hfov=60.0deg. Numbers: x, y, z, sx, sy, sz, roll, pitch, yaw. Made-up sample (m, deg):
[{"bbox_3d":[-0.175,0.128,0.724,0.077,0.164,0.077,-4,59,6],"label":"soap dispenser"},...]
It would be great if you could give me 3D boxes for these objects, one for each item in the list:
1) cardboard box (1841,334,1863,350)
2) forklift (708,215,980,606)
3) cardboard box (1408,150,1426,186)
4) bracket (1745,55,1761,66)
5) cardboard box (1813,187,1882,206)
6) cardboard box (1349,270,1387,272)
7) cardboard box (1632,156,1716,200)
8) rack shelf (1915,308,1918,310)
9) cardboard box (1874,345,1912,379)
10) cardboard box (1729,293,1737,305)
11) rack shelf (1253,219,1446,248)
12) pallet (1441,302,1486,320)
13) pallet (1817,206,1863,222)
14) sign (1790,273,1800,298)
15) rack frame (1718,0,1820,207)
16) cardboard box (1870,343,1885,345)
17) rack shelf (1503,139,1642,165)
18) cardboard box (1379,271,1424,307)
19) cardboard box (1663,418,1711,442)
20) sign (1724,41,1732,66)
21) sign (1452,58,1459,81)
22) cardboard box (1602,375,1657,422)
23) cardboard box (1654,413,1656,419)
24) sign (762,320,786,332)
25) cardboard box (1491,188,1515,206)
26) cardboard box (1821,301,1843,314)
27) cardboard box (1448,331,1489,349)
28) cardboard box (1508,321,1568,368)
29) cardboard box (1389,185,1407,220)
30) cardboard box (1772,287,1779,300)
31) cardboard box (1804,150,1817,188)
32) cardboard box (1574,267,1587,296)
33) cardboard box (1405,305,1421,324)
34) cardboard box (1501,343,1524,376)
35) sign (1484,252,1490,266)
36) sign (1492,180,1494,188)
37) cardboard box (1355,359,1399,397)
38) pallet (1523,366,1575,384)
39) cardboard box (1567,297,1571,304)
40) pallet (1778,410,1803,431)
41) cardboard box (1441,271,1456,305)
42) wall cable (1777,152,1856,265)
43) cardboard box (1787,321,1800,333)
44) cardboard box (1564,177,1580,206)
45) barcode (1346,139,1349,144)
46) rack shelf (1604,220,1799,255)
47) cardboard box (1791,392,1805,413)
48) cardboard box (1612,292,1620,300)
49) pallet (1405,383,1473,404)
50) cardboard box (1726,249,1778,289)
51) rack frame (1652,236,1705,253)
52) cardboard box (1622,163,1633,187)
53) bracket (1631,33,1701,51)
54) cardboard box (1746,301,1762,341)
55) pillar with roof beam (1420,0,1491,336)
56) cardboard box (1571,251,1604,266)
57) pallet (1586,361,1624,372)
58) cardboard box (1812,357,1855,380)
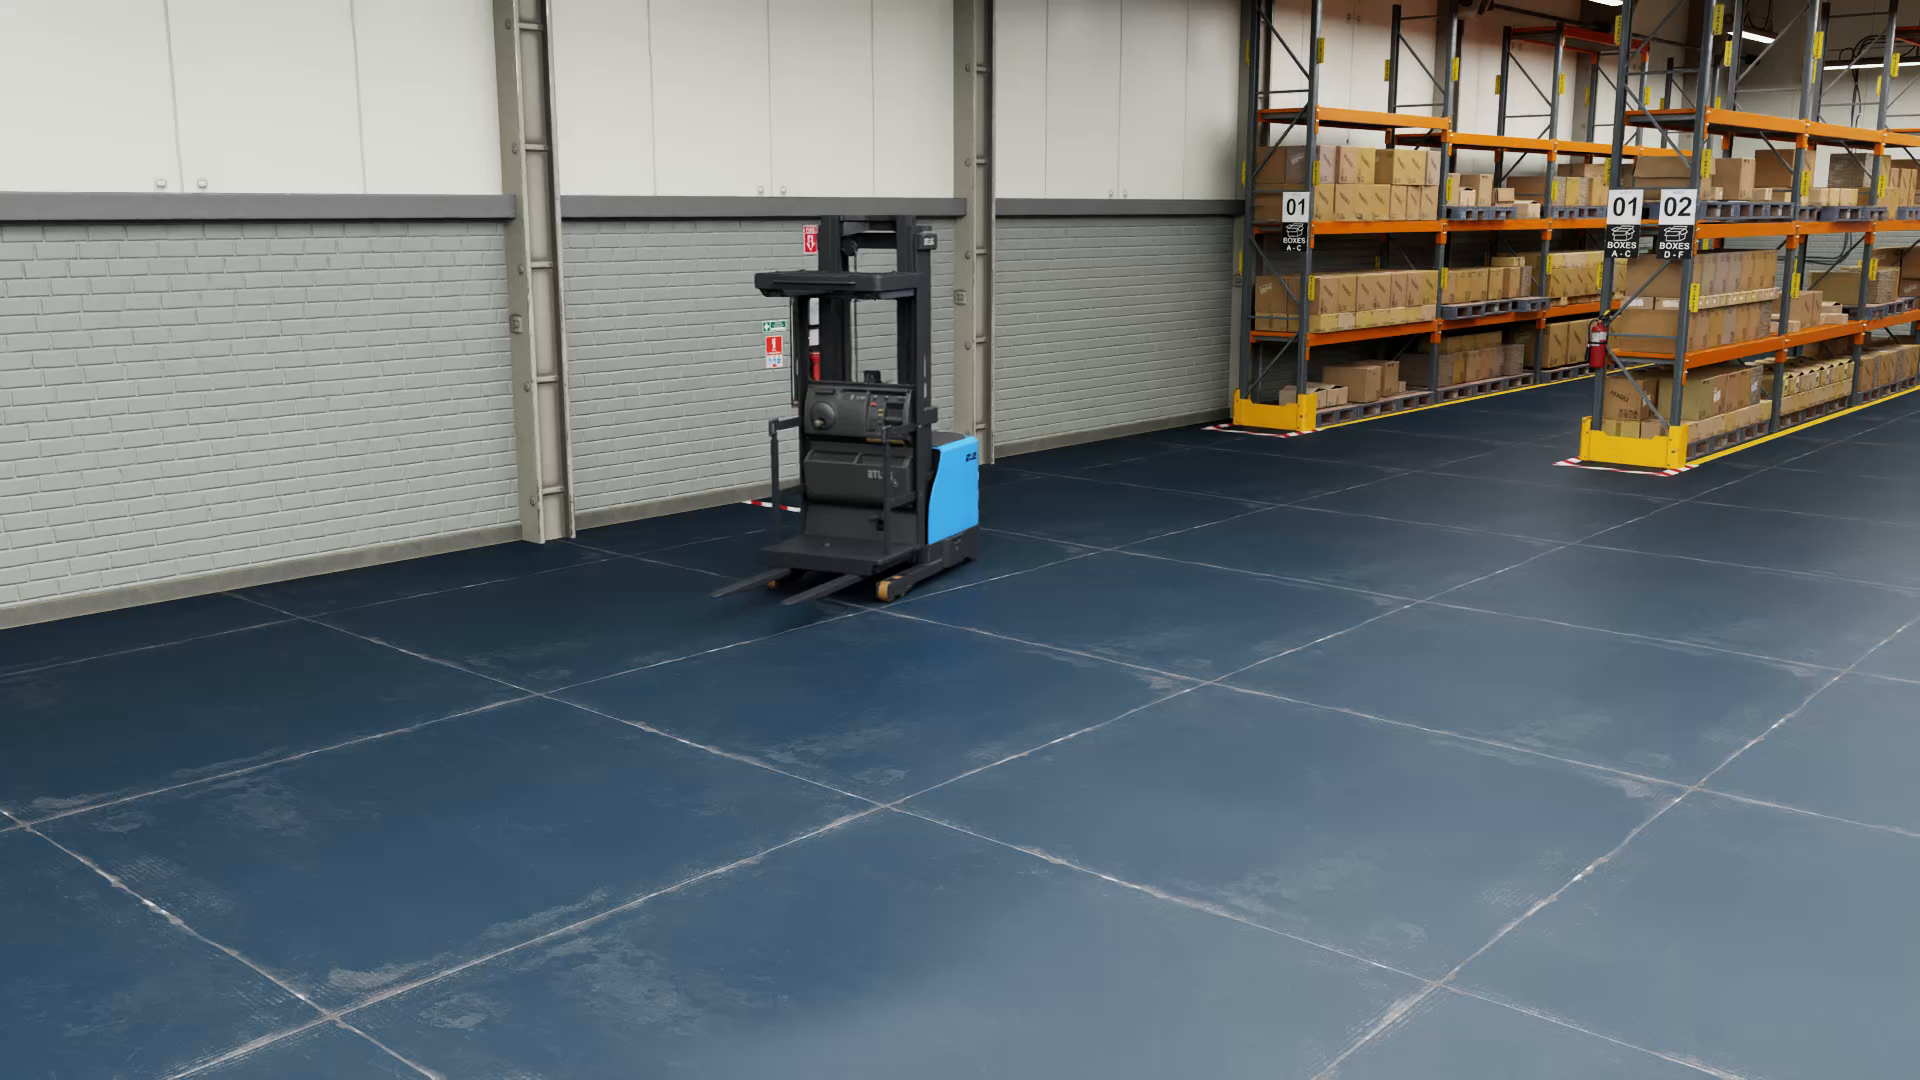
[{"bbox_3d":[14.467,-3.260,27.258,0.500,0.250,0.500,9,15,39],"label":"cardboard box"},{"bbox_3d":[-0.900,-1.055,13.051,1.130,2.935,3.031,5,12,24],"label":"forklift"},{"bbox_3d":[6.473,-5.455,24.385,0.500,0.500,0.500,11,16,43],"label":"cardboard box"},{"bbox_3d":[18.115,-10.971,38.016,0.235,0.232,0.430,10,15,40],"label":"bracket"},{"bbox_3d":[13.582,-5.163,25.528,0.910,0.500,0.500,10,15,40],"label":"cardboard box"},{"bbox_3d":[6.144,-3.812,25.096,0.500,0.500,0.500,10,15,40],"label":"cardboard box"},{"bbox_3d":[8.421,-4.278,19.657,0.637,0.503,0.797,-11,16,-44],"label":"cardboard box"},{"bbox_3d":[17.280,-4.105,29.979,1.077,0.370,4.000,10,15,40],"label":"rack shelf"},{"bbox_3d":[15.517,-2.972,27.729,0.500,0.500,0.500,10,15,41],"label":"cardboard box"},{"bbox_3d":[9.475,-3.021,20.804,0.380,0.149,0.250,10,15,41],"label":"cardboard box"},{"bbox_3d":[5.635,-4.450,24.049,1.077,0.370,4.000,10,15,40],"label":"rack shelf"},{"bbox_3d":[7.569,-3.626,26.234,1.003,0.211,1.213,10,15,40],"label":"pallet"},{"bbox_3d":[12.203,-4.677,23.830,1.003,0.211,1.213,11,16,43],"label":"pallet"},{"bbox_3d":[11.097,-3.378,22.091,0.100,0.325,0.005,10,15,40],"label":"sign"},{"bbox_3d":[10.679,-5.928,21.954,1.000,3.000,0.127,10,15,40],"label":"rack frame"},{"bbox_3d":[15.458,-3.113,28.438,0.500,0.500,0.500,9,14,38],"label":"cardboard box"},{"bbox_3d":[10.916,-6.902,29.688,1.077,0.370,4.000,10,15,40],"label":"rack shelf"},{"bbox_3d":[6.551,-3.746,24.765,0.500,0.500,0.500,10,15,40],"label":"cardboard box"},{"bbox_3d":[8.887,-1.379,20.445,0.500,0.250,0.500,10,15,40],"label":"cardboard box"},{"bbox_3d":[10.264,-6.493,22.198,0.100,0.325,0.005,10,15,40],"label":"sign"},{"bbox_3d":[7.351,-6.992,24.694,0.100,0.325,0.005,10,15,40],"label":"sign"},{"bbox_3d":[8.169,-1.740,20.338,0.500,0.500,0.500,10,15,40],"label":"cardboard box"},{"bbox_3d":[8.492,-1.447,20.786,0.500,0.250,0.500,10,15,40],"label":"cardboard box"},{"bbox_3d":[-1.926,-2.220,17.261,0.001,0.109,0.331,10,15,40],"label":"sign"},{"bbox_3d":[8.671,-5.567,27.492,0.637,0.503,0.797,-10,15,-40],"label":"cardboard box"},{"bbox_3d":[13.047,-3.483,25.258,0.500,0.311,0.500,11,16,44],"label":"cardboard box"},{"bbox_3d":[8.401,-3.307,27.495,0.500,0.250,0.500,10,15,40],"label":"cardboard box"},{"bbox_3d":[10.180,-3.457,29.319,0.750,0.750,0.750,10,15,40],"label":"cardboard box"},{"bbox_3d":[6.127,-4.890,24.111,0.500,0.500,0.500,9,14,38],"label":"cardboard box"},{"bbox_3d":[10.661,-3.285,22.130,0.380,0.149,0.250,10,15,40],"label":"cardboard box"},{"bbox_3d":[11.474,-5.130,23.012,0.500,0.500,0.500,-10,15,-42],"label":"cardboard box"},{"bbox_3d":[10.790,-4.606,29.588,0.500,0.500,0.500,10,15,40],"label":"cardboard box"},{"bbox_3d":[6.536,-3.381,24.852,0.500,0.250,0.500,10,15,41],"label":"cardboard box"},{"bbox_3d":[9.160,-3.092,28.330,0.700,0.500,0.500,10,15,41],"label":"cardboard box"},{"bbox_3d":[9.177,-4.854,28.936,0.100,0.325,0.005,10,15,40],"label":"sign"},{"bbox_3d":[9.185,-6.051,28.706,0.100,0.325,0.005,10,15,40],"label":"sign"},{"bbox_3d":[6.301,-2.458,25.157,0.500,0.500,0.500,8,14,36],"label":"cardboard box"},{"bbox_3d":[10.173,-2.953,29.497,1.003,0.211,1.213,10,15,40],"label":"pallet"},{"bbox_3d":[10.637,-4.276,29.590,0.380,0.149,0.250,10,15,42],"label":"cardboard box"},{"bbox_3d":[11.136,-1.732,23.383,1.003,0.211,1.213,10,15,40],"label":"pallet"},{"bbox_3d":[7.317,-3.961,26.046,0.700,0.500,0.500,10,15,41],"label":"cardboard box"},{"bbox_3d":[18.879,-7.597,38.237,3.097,2.526,0.112,10,15,40],"label":"wall cable"},{"bbox_3d":[11.418,-2.967,23.087,0.380,0.149,0.250,10,15,40],"label":"cardboard box"},{"bbox_3d":[10.558,-6.193,29.564,0.700,0.500,0.500,11,16,43],"label":"cardboard box"},{"bbox_3d":[5.715,-5.880,24.521,0.001,0.075,0.075,10,15,40],"label":"barcode"},{"bbox_3d":[9.359,-3.810,20.845,1.077,0.370,4.000,10,15,40],"label":"rack shelf"},{"bbox_3d":[11.470,-1.946,23.283,0.500,0.250,0.500,10,15,42],"label":"cardboard box"},{"bbox_3d":[12.077,-4.563,31.028,0.380,0.149,0.250,10,15,41],"label":"cardboard box"},{"bbox_3d":[7.468,-2.373,26.594,1.003,0.211,1.213,10,15,40],"label":"pallet"},{"bbox_3d":[10.391,-3.605,22.074,0.700,0.500,0.500,10,15,41],"label":"cardboard box"},{"bbox_3d":[14.877,-5.392,34.585,1.000,3.000,0.127,10,15,40],"label":"rack frame"},{"bbox_3d":[12.918,-6.892,31.579,0.500,0.500,0.500,10,15,40],"label":"cardboard box"},{"bbox_3d":[14.290,-10.119,33.748,0.076,0.066,4.783,10,15,40],"label":"bracket"},{"bbox_3d":[10.048,-2.891,21.809,0.700,0.500,0.500,10,15,40],"label":"cardboard box"},{"bbox_3d":[11.322,-6.520,24.920,9.100,9.000,0.548,10,15,40],"label":"pillar with roof beam"},{"bbox_3d":[11.439,-5.125,30.269,0.500,0.250,0.500,10,15,41],"label":"cardboard box"},{"bbox_3d":[11.784,-3.312,31.295,1.003,0.211,1.213,10,15,40],"label":"pallet"},{"bbox_3d":[13.159,-2.598,25.117,0.500,0.311,0.500,10,15,42],"label":"cardboard box"}]
